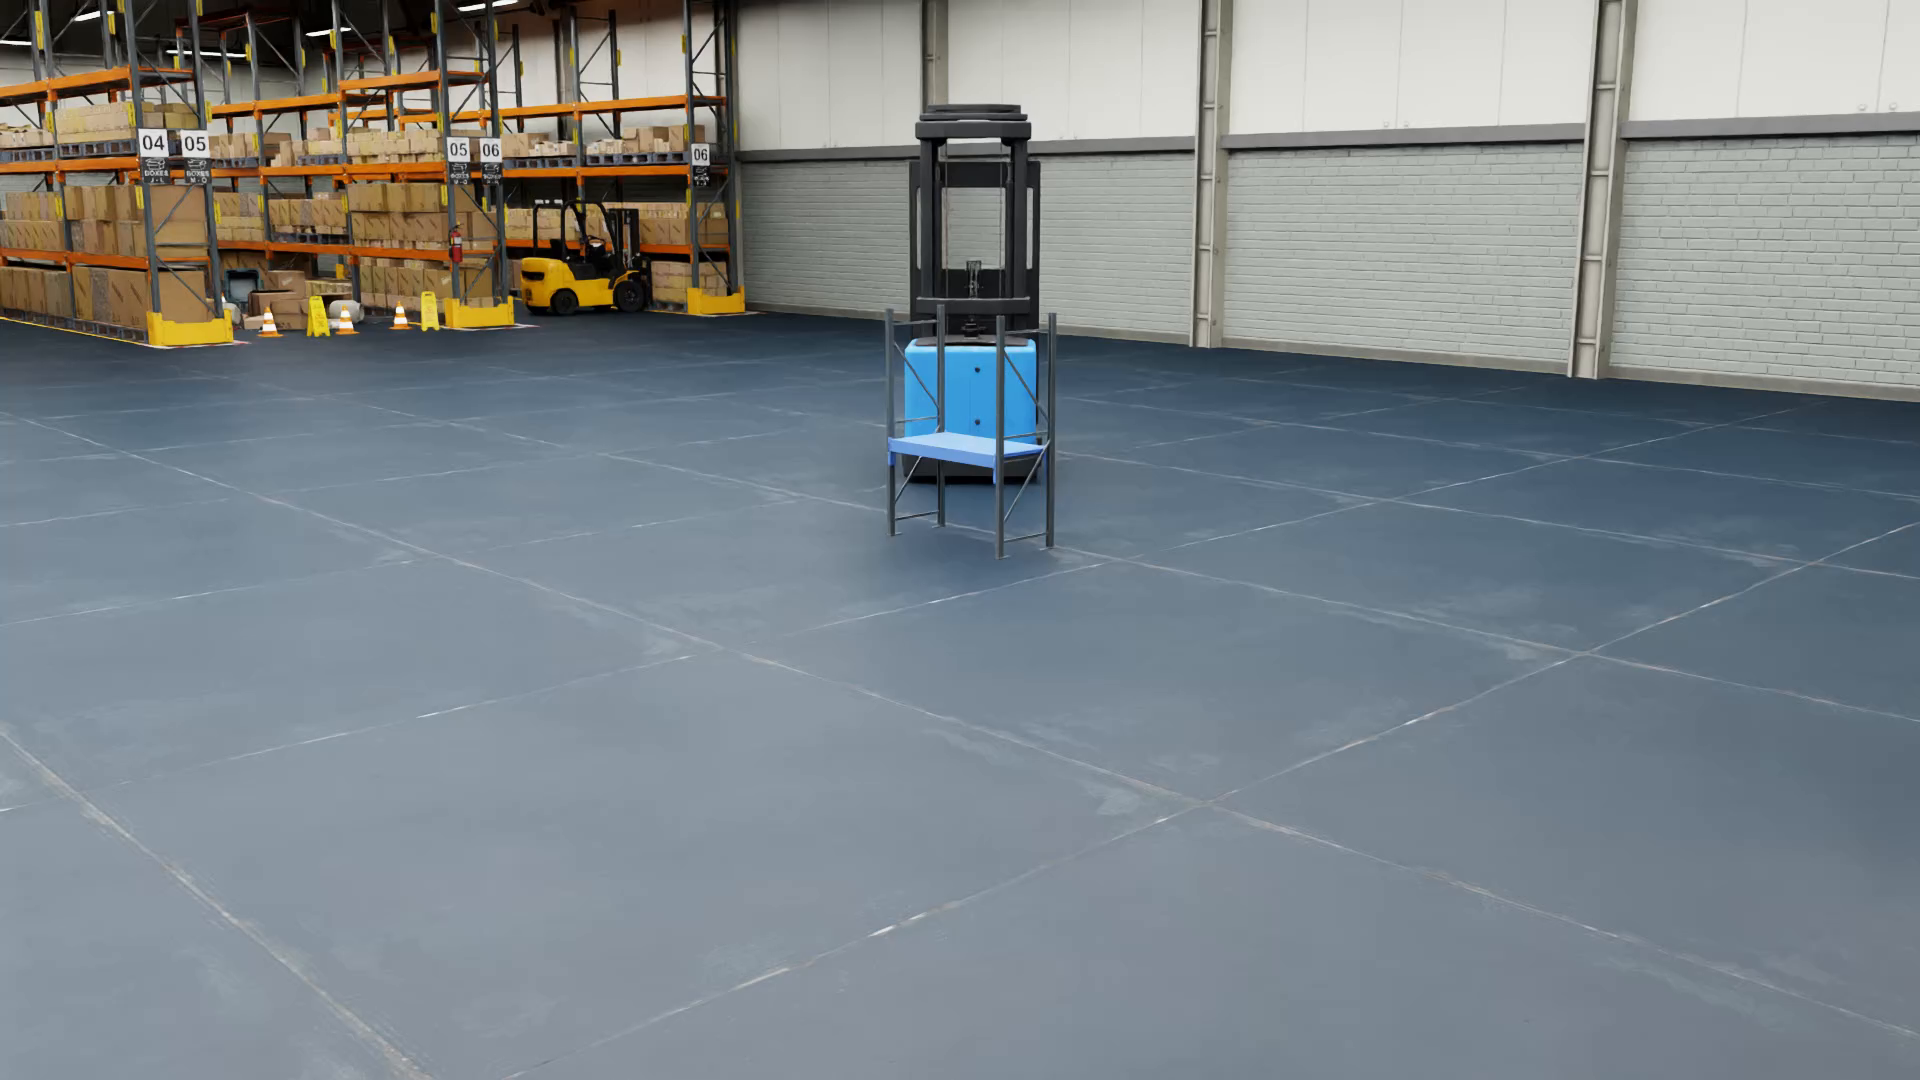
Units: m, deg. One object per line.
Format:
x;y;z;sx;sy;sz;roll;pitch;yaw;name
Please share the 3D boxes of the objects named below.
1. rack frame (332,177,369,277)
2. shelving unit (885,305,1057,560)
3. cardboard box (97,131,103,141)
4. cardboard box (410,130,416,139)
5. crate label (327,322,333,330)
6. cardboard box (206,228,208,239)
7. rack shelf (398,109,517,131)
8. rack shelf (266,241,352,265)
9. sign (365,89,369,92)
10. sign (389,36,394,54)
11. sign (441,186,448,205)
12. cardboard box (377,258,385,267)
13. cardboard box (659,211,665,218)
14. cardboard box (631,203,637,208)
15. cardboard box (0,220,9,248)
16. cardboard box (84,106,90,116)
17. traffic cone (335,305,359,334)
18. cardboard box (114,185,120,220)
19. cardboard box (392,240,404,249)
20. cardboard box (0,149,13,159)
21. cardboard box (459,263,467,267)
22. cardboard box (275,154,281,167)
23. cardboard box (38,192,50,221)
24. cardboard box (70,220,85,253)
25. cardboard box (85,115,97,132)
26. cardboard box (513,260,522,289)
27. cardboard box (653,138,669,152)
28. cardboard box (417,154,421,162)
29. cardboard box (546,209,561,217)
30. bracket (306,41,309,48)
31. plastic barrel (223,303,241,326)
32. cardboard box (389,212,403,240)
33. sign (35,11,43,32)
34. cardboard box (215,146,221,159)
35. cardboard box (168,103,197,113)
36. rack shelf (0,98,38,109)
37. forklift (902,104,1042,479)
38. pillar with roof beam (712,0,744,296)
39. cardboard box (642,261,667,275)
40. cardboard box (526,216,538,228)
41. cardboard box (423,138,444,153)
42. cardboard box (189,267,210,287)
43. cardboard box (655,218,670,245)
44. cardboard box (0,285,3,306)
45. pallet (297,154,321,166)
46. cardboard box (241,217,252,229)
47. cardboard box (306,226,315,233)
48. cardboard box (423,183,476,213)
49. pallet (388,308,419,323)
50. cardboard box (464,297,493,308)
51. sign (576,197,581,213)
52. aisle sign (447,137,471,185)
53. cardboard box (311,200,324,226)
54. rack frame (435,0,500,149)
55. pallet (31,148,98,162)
-15.807;-8.238;43.461;1.000;3.000;0.127;-11;16;-43;rack frame
0.059;-0.722;10.700;0.538;1.500;1.048;-11;16;-43;shelving unit
-13.207;-6.293;25.925;0.380;0.149;0.250;-11;16;-42;cardboard box
-9.433;-7.114;29.219;0.380;0.149;0.250;-11;16;-43;cardboard box
-10.730;-3.593;28.012;0.298;0.136;0.250;3;12;16;crate label
-16.160;-6.712;36.427;0.500;0.250;0.500;11;16;44;cardboard box
-11.663;-9.752;38.719;1.077;0.370;4.000;-11;16;-43;rack shelf
-12.488;-5.734;33.090;1.077;0.370;4.000;-11;16;-43;rack shelf
-15.391;-11.785;43.107;0.100;0.325;0.005;-11;16;-43;sign
-10.702;-9.302;31.247;0.100;0.325;0.005;-11;16;-43;sign
-8.760;-5.858;28.257;0.100;0.325;0.005;-11;16;-43;sign
-10.496;-5.113;30.602;0.380;0.149;0.250;-10;15;-40;cardboard box
-5.695;-6.398;32.677;0.380;0.149;0.250;-11;16;-43;cardboard box
-6.382;-6.700;33.405;0.380;0.149;0.250;-11;16;-42;cardboard box
-17.265;-5.619;30.504;0.500;0.500;0.500;-11;16;-42;cardboard box
-13.561;-6.758;26.206;0.380;0.149;0.250;-11;16;-43;cardboard box
-10.143;-3.646;27.464;0.336;0.463;0.334;-11;16;-43;traffic cone
-12.818;-5.336;26.328;0.875;0.550;0.550;-11;16;-43;cardboard box
-10.051;-5.359;30.114;0.380;0.149;0.250;-11;16;-43;cardboard box
-17.958;-7.239;30.935;0.500;0.500;0.500;-11;16;-43;cardboard box
-11.431;-6.234;38.889;0.500;0.500;0.500;-10;15;-40;cardboard box
-13.599;-7.674;33.626;0.396;0.266;0.258;-11;16;-43;cardboard box
-15.670;-5.848;29.139;0.700;0.500;0.500;-11;16;-42;cardboard box
-14.354;-5.111;27.913;0.875;0.550;0.550;-11;16;-43;cardboard box
-13.434;-6.554;26.204;0.500;0.250;0.500;-11;16;-42;cardboard box
-9.404;-5.925;37.083;0.875;0.625;0.625;-10;15;-41;cardboard box
-5.724;-7.676;32.347;0.396;0.266;0.258;-11;16;-42;cardboard box
-9.275;-6.691;29.143;0.380;0.149;0.250;-11;16;-42;cardboard box
-8.651;-7.017;35.681;0.250;0.149;0.380;11;16;44;cardboard box
-17.560;-13.469;45.066;0.235;0.232;0.430;-11;16;-43;bracket
-12.725;-3.876;28.675;0.512;0.421;0.421;-1;12;-4;plastic barrel
-9.941;-5.670;30.012;0.500;0.500;0.500;-11;16;-42;cardboard box
-15.002;-8.447;27.098;0.100;0.325;0.005;-11;16;-43;sign
-15.623;-8.255;35.405;0.396;0.266;0.258;-9;15;-38;cardboard box
-11.855;-6.590;25.389;0.380;0.149;0.250;-11;16;-42;cardboard box
-18.761;-8.355;31.939;1.077;0.370;4.000;-11;16;-43;rack shelf
0.132;-2.168;14.169;1.130;2.935;3.031;0;12;2;forklift
-7.700;-8.468;29.713;9.100;9.000;0.400;-11;16;-43;pillar with roof beam
-6.013;-5.421;33.085;0.500;0.250;0.500;-11;16;-42;cardboard box
-9.088;-6.919;36.196;0.500;0.250;0.500;-11;16;-42;cardboard box
-8.893;-6.789;28.630;0.500;0.250;0.500;-11;16;-43;cardboard box
-16.988;-6.019;38.001;0.875;0.438;0.875;-11;16;-43;cardboard box
-5.639;-6.064;32.662;0.500;0.500;0.500;-10;15;-41;cardboard box
-18.023;-4.714;31.514;0.500;0.500;0.500;-11;16;-43;cardboard box
-12.175;-7.427;32.559;1.213;0.211;1.003;-11;16;-43;pallet
-14.744;-6.659;34.931;0.500;0.250;0.500;11;16;44;cardboard box
-12.698;-6.144;32.884;0.380;0.149;0.250;-10;15;-41;cardboard box
-8.855;-5.939;28.841;0.500;0.500;0.700;11;16;44;cardboard box
-9.771;-4.157;30.566;1.003;0.211;1.213;-11;16;-43;pallet
-8.702;-4.226;29.761;0.500;0.250;0.500;-11;16;-43;cardboard box
-7.905;-6.938;34.478;0.100;0.325;0.005;-11;16;-43;sign
-8.512;-6.434;28.265;0.394;0.787;0.004;-11;16;-43;aisle sign
-12.287;-6.378;32.410;0.500;0.500;0.500;-10;15;-41;cardboard box
-8.345;-8.149;28.162;1.000;3.000;0.127;-11;16;-43;rack frame
-15.286;-6.592;28.514;1.217;0.209;0.805;11;16;43;pallet
